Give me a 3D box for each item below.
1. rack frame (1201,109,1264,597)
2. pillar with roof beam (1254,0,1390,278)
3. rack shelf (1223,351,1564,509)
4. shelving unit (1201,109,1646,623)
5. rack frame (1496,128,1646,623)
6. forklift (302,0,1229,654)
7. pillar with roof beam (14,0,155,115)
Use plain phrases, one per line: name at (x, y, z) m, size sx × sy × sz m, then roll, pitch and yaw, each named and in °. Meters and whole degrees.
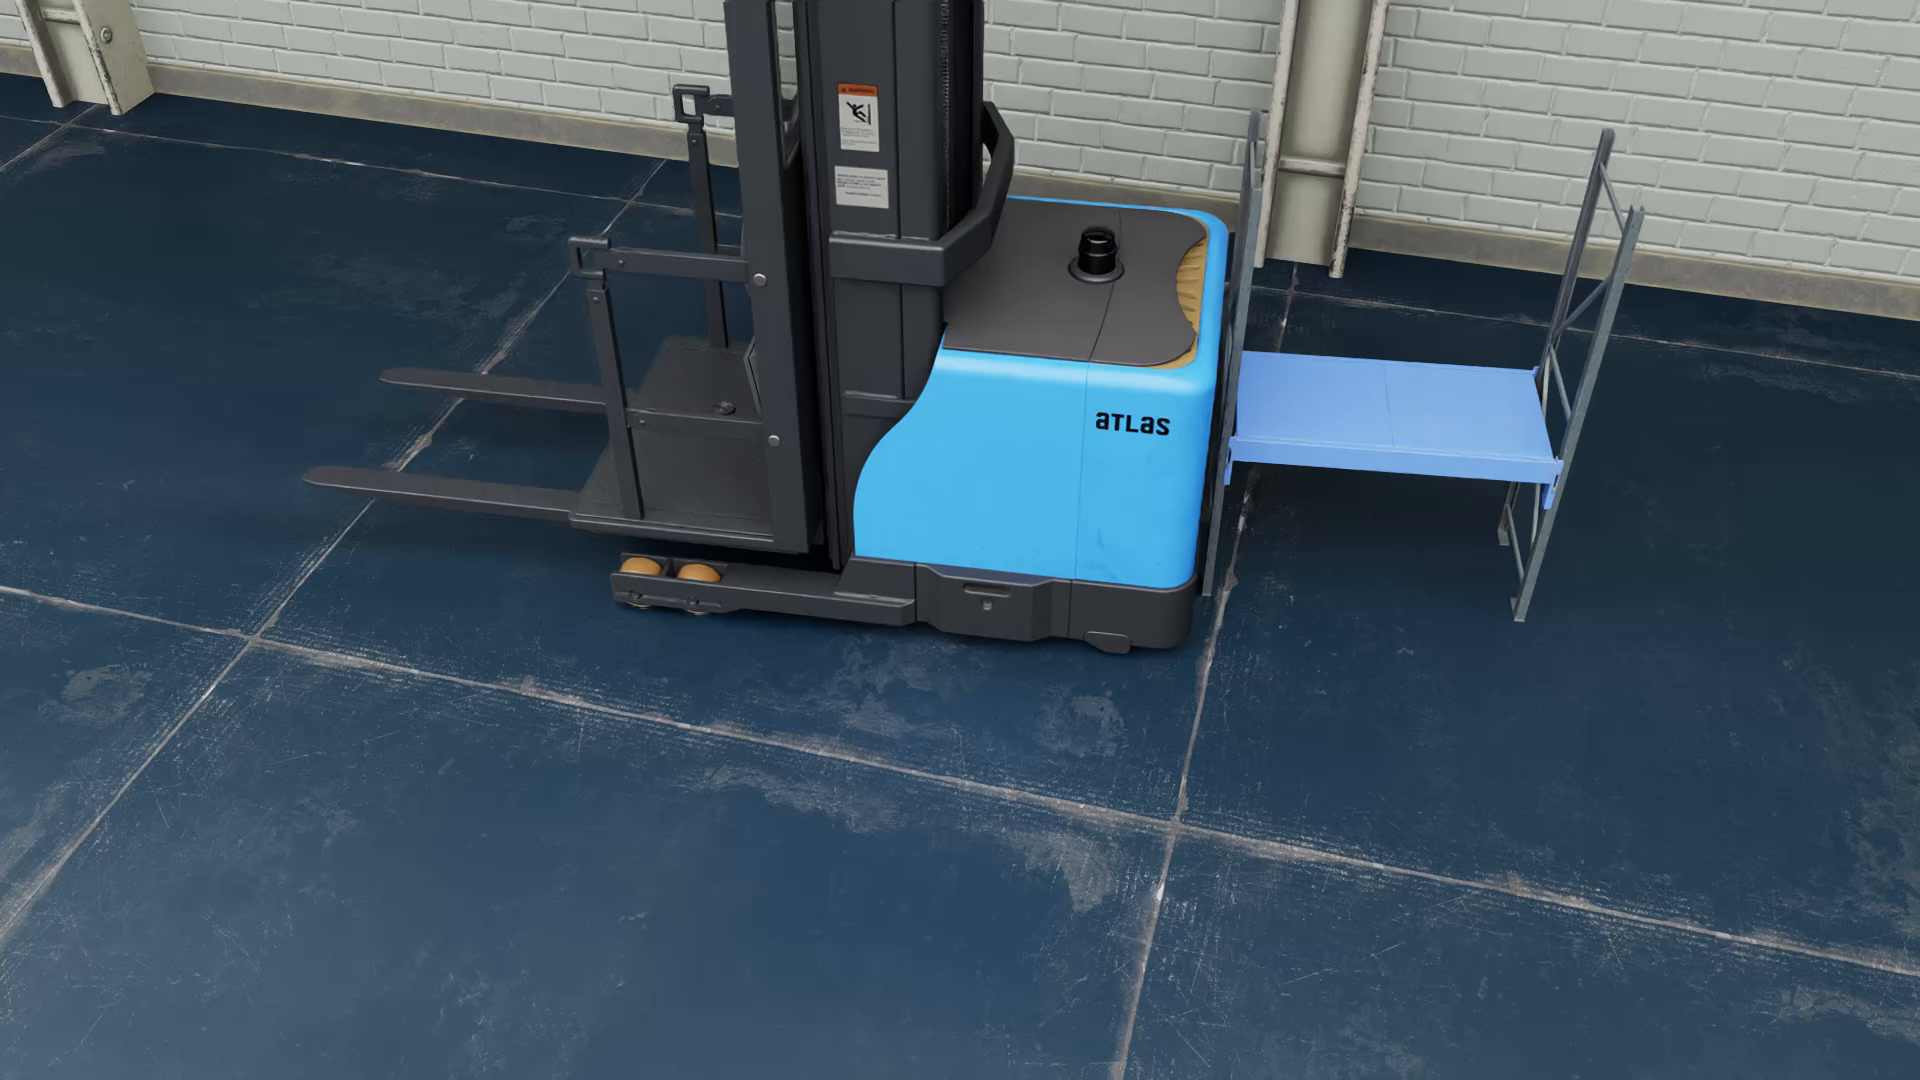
rack frame at (0.848, -0.546, 5.234) m, size 0.032 × 1.500 × 0.500 m, roll 5°, pitch 40°, yaw 5°
pillar with roof beam at (0.362, -2.013, 1.150) m, size 0.400 × 9.000 × 9.100 m, roll 10°, pitch 41°, yaw 11°
rack shelf at (1.353, -0.368, 5.302) m, size 1.000 × 0.185 × 0.538 m, roll 5°, pitch 40°, yaw 5°
shelving unit at (1.353, -0.506, 5.186) m, size 1.048 × 1.500 × 0.538 m, roll 5°, pitch 40°, yaw 5°
rack frame at (1.857, -0.465, 5.138) m, size 0.032 × 1.500 × 0.500 m, roll 5°, pitch 40°, yaw 5°
forklift at (-0.691, -1.209, 4.910) m, size 3.031 × 2.935 × 1.130 m, roll 6°, pitch 40°, yaw 7°
pillar with roof beam at (-5.434, -3.010, 2.337) m, size 0.400 × 9.000 × 9.100 m, roll 10°, pitch 41°, yaw 11°
